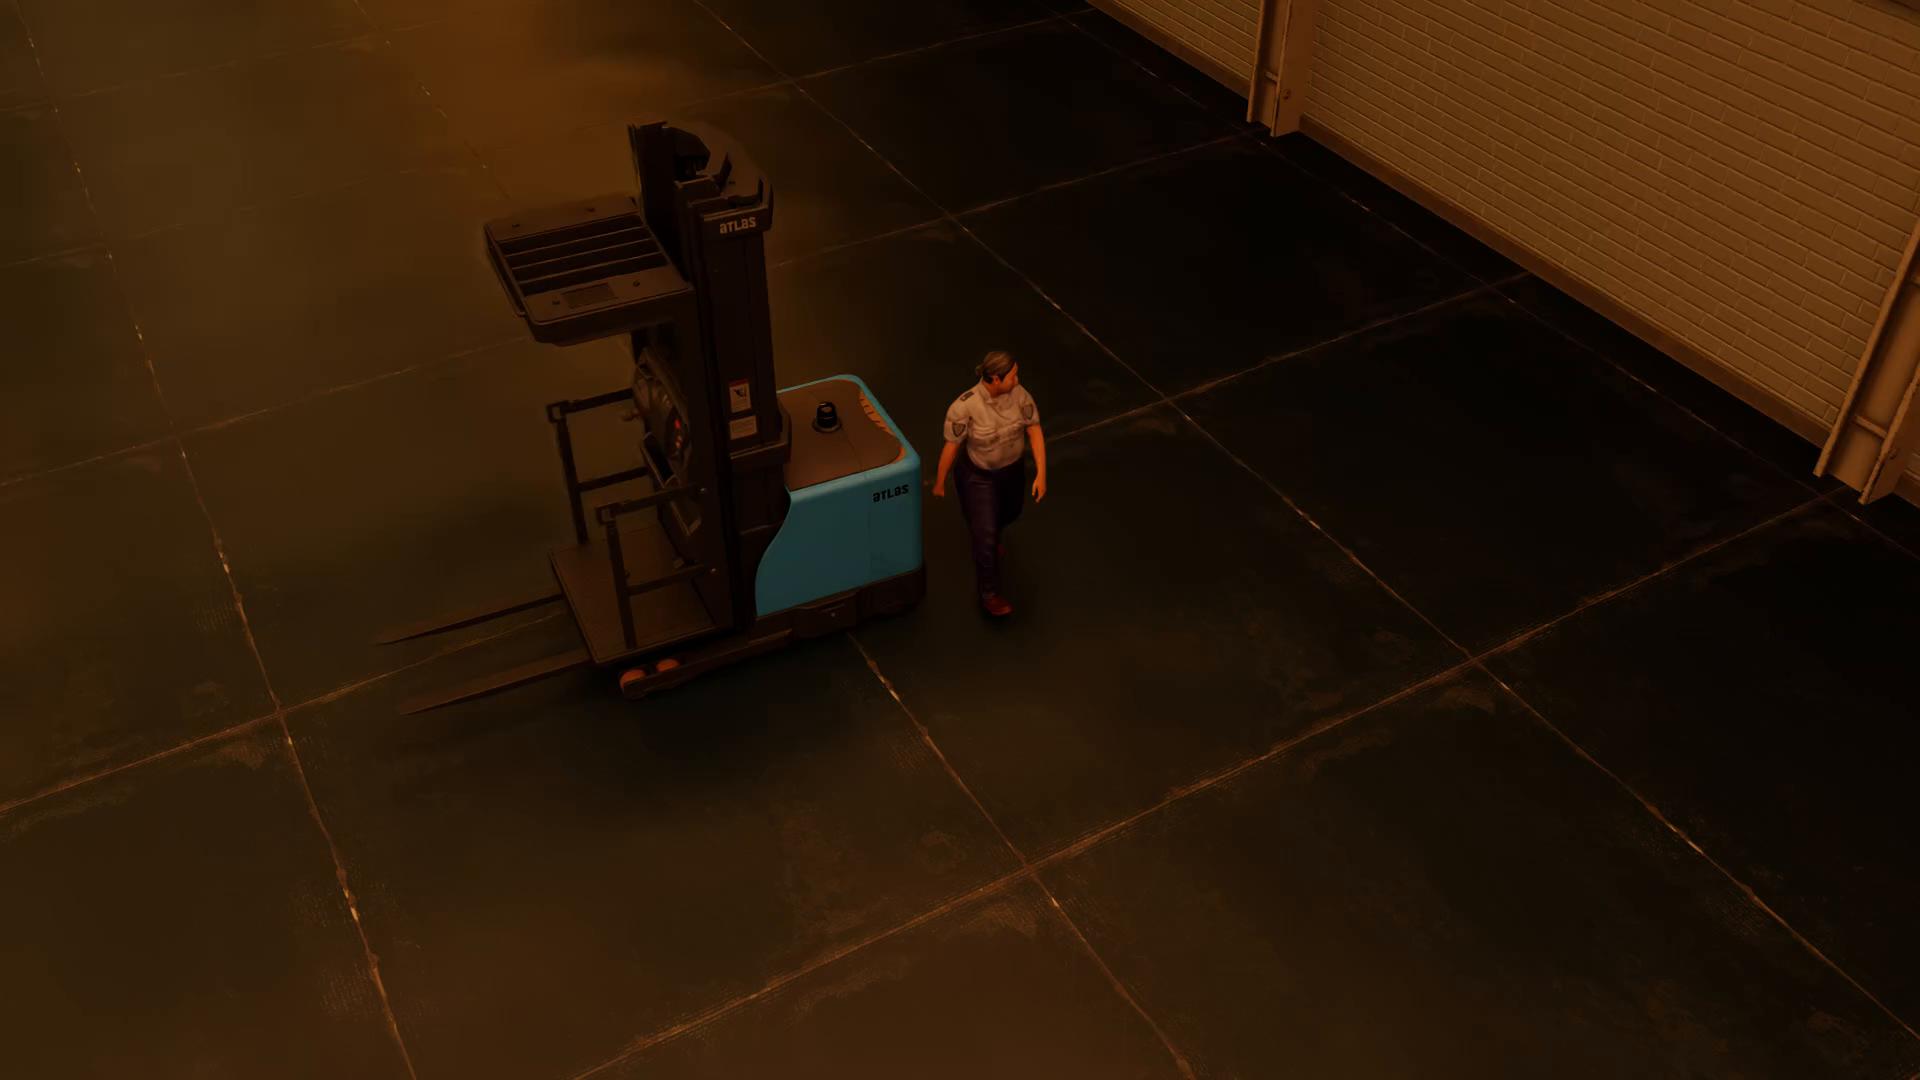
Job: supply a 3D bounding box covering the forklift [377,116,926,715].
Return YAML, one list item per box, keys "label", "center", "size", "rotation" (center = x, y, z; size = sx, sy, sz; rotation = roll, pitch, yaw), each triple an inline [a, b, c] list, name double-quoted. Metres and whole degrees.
- label: "forklift"
  center: [-1.761, -0.629, 8.795]
  size: [3.031, 2.935, 1.130]
  rotation: [-17, 42, -19]

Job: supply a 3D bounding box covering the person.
- label: "person"
  center: [0.170, -0.360, 9.546]
  size: [0.626, 1.585, 0.822]
  rotation: [-24, 46, -27]
